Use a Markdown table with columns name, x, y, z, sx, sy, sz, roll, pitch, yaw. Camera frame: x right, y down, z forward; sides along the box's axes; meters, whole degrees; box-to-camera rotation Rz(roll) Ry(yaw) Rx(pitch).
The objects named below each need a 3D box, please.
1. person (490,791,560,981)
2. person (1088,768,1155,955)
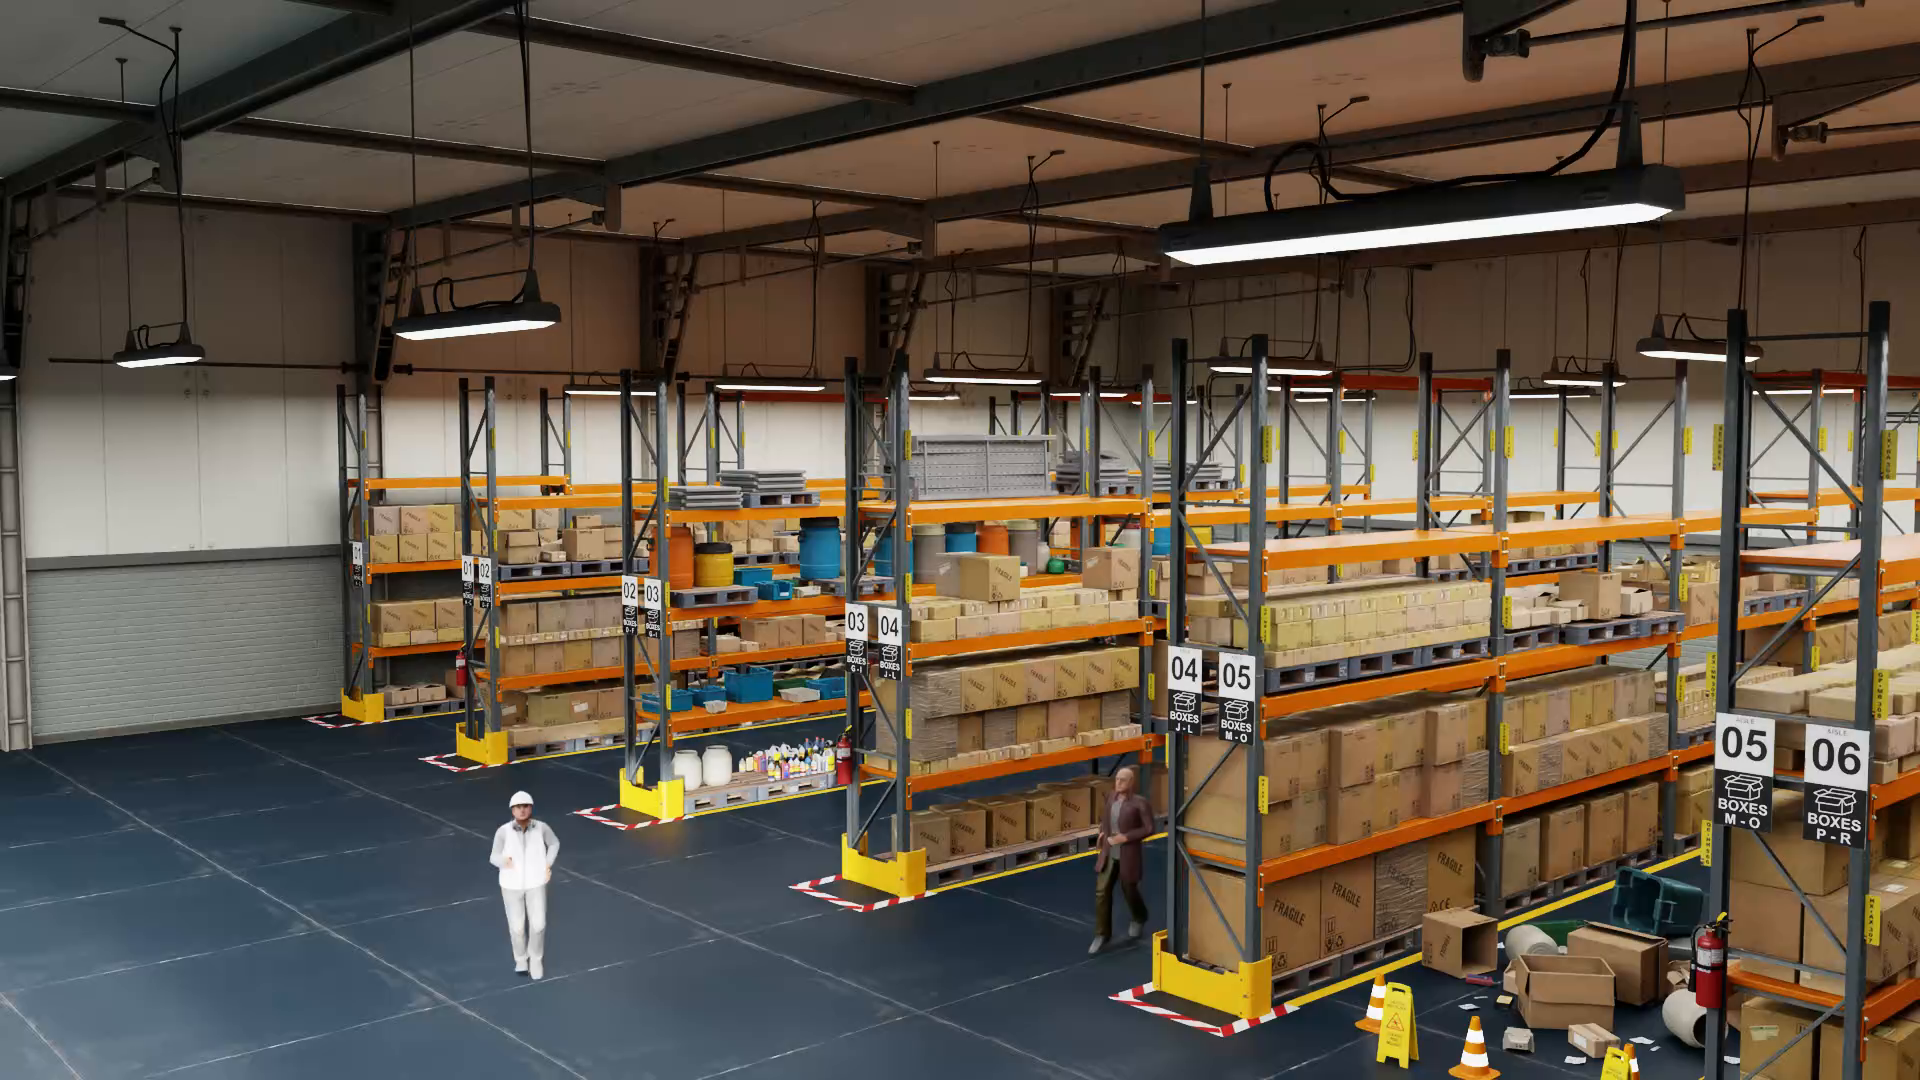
| name | x | y | z | sx | sy | sz | roll | pitch | yaw |
| --- | --- | --- | --- | --- | --- | --- | --- | --- | --- |
| person | -4.083 | 3.264 | 15.620 | 0.640 | 1.789 | 0.654 | -1 | 4 | -14 |
| person | 1.651 | 3.188 | 16.680 | 0.702 | 1.829 | 0.940 | 3 | 5 | 35 |
